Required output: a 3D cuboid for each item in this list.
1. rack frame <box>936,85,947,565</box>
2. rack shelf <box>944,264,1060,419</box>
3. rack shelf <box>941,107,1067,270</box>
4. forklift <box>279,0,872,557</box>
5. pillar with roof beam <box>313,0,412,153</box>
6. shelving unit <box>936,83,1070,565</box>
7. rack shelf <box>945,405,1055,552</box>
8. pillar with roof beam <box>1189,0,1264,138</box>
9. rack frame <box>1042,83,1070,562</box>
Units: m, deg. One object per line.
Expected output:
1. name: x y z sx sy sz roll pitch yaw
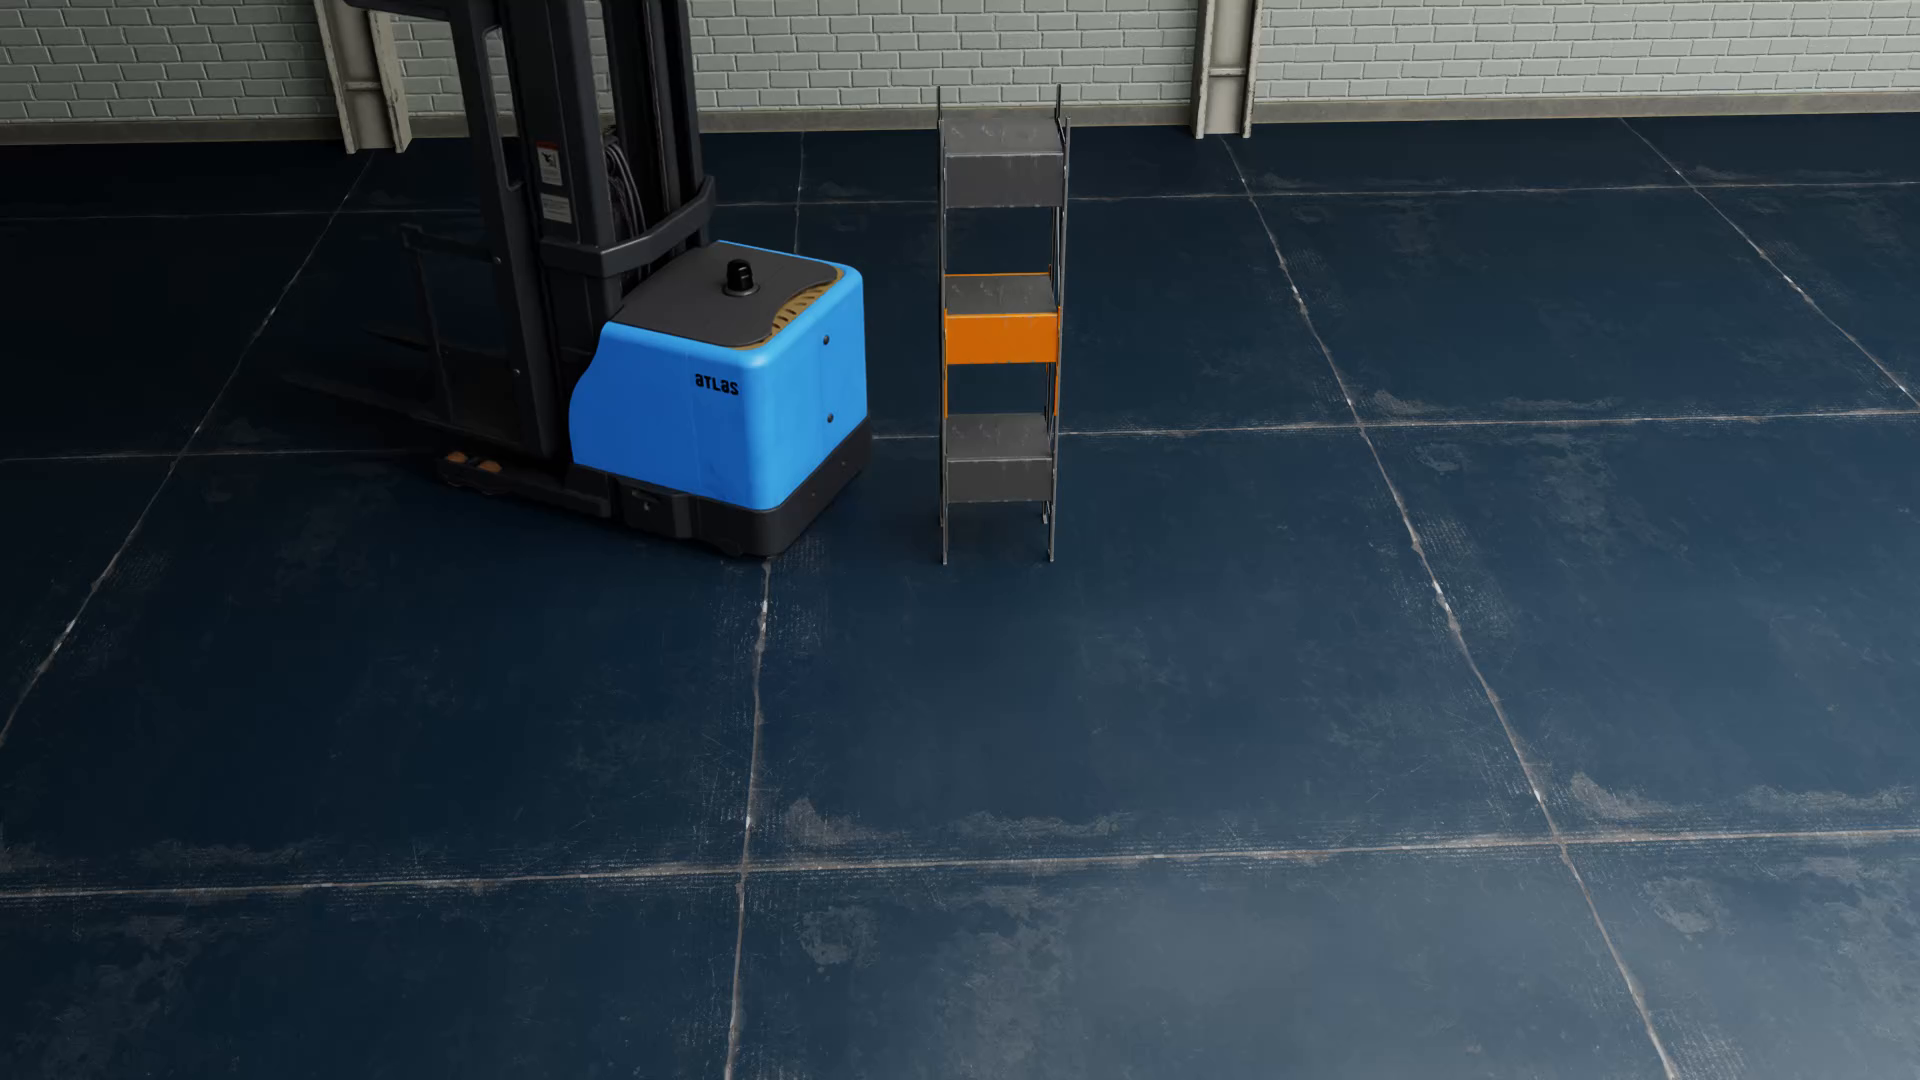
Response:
1. rack frame: -0.078 -0.861 7.149 0.015 2.100 0.400 -2 35 -2
2. rack shelf: 0.165 -0.857 7.167 0.480 0.518 0.431 -2 35 -2
3. rack shelf: 0.165 -1.432 6.768 0.480 0.518 0.431 -2 35 -2
4. forklift: -1.998 -1.679 7.601 3.031 2.935 1.130 14 37 20
5. pillar with roof beam: -3.914 -4.059 5.708 0.400 9.000 9.100 -2 35 -2
6. shelving unit: 0.165 -0.868 7.159 0.503 2.100 0.431 -2 35 -2
7. rack shelf: 0.165 -0.281 7.565 0.480 0.518 0.431 -2 35 -2
8. pillar with roof beam: 2.079 -4.221 5.941 0.400 9.000 9.100 -2 35 -2
9. rack frame: 0.409 -0.874 7.168 0.015 2.100 0.400 -2 35 -2
